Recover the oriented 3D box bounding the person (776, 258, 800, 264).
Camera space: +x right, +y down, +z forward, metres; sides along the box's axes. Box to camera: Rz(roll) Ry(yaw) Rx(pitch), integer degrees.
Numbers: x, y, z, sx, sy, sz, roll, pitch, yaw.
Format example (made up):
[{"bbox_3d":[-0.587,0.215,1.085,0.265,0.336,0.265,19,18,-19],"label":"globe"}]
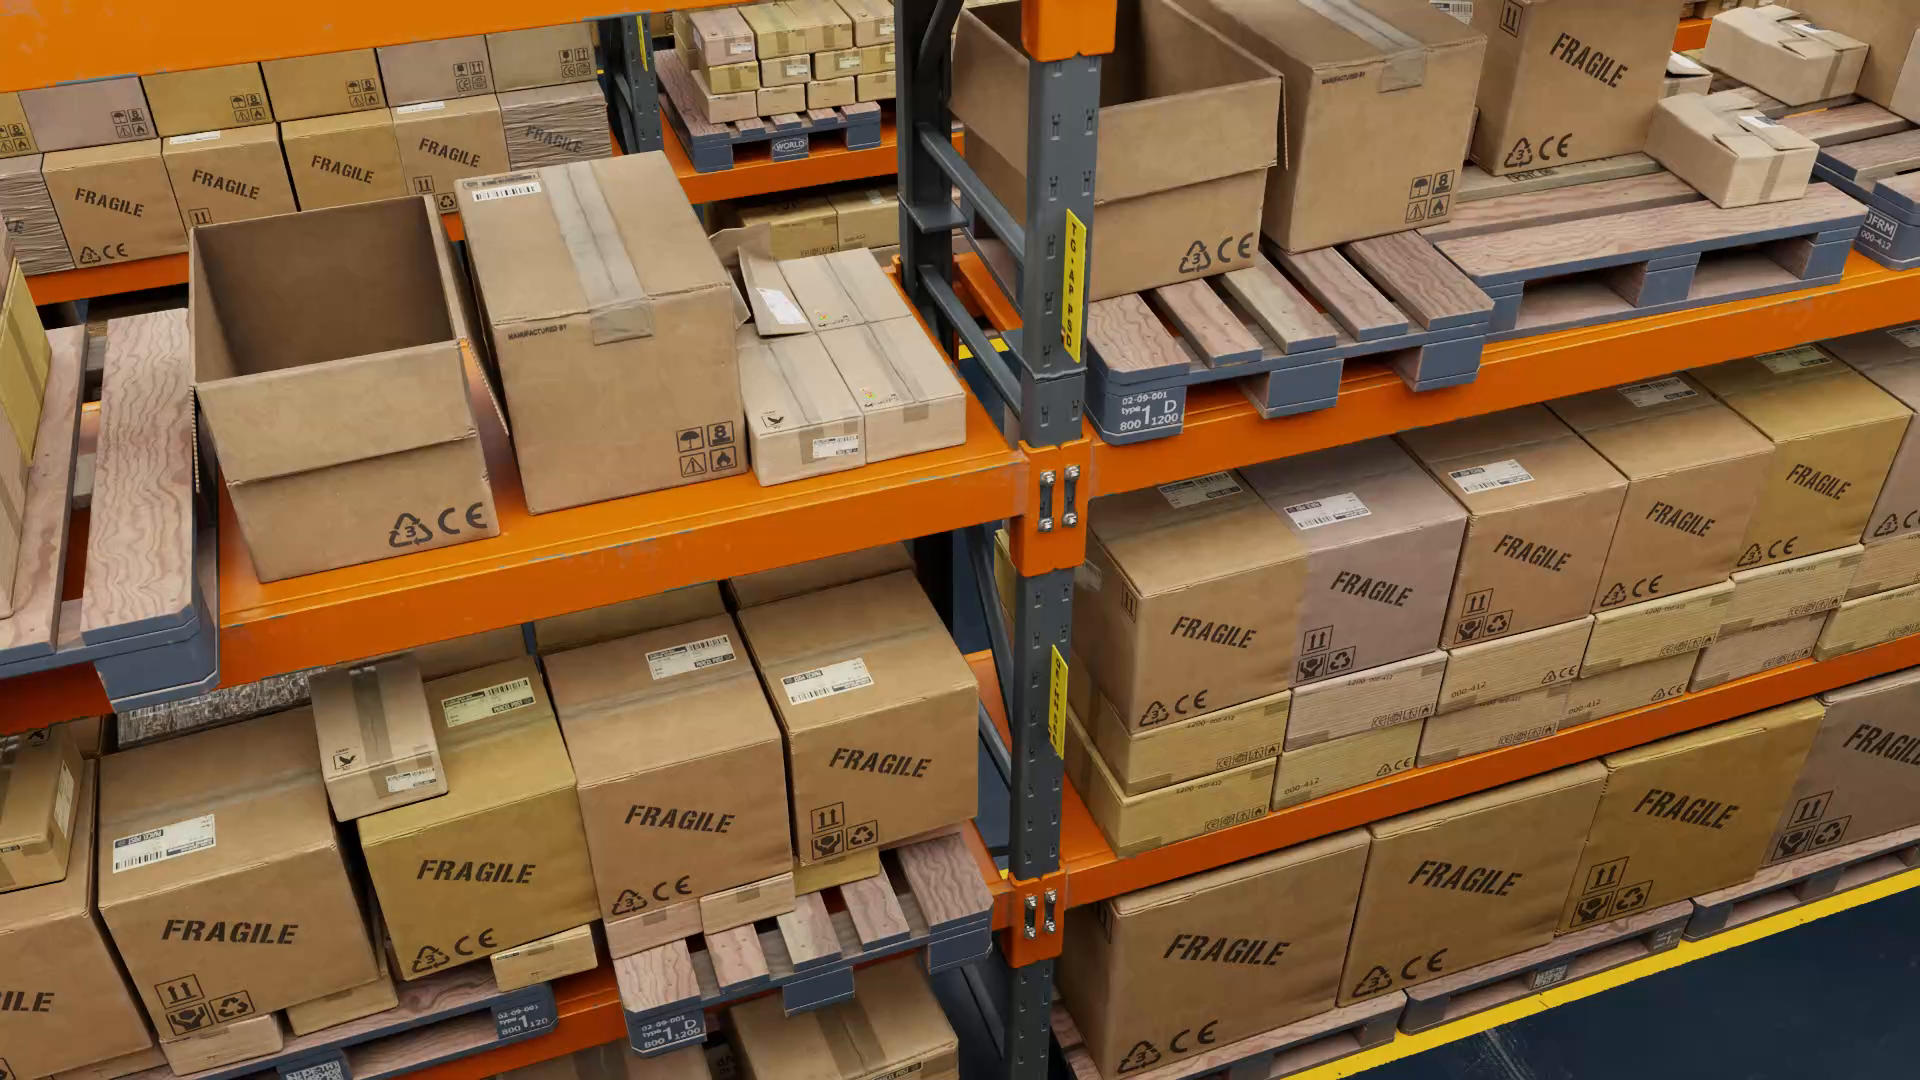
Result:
[{"bbox_3d":[-0.740,-0.411,7.294,0.546,1.753,0.575,16,40,19],"label":"person"}]
